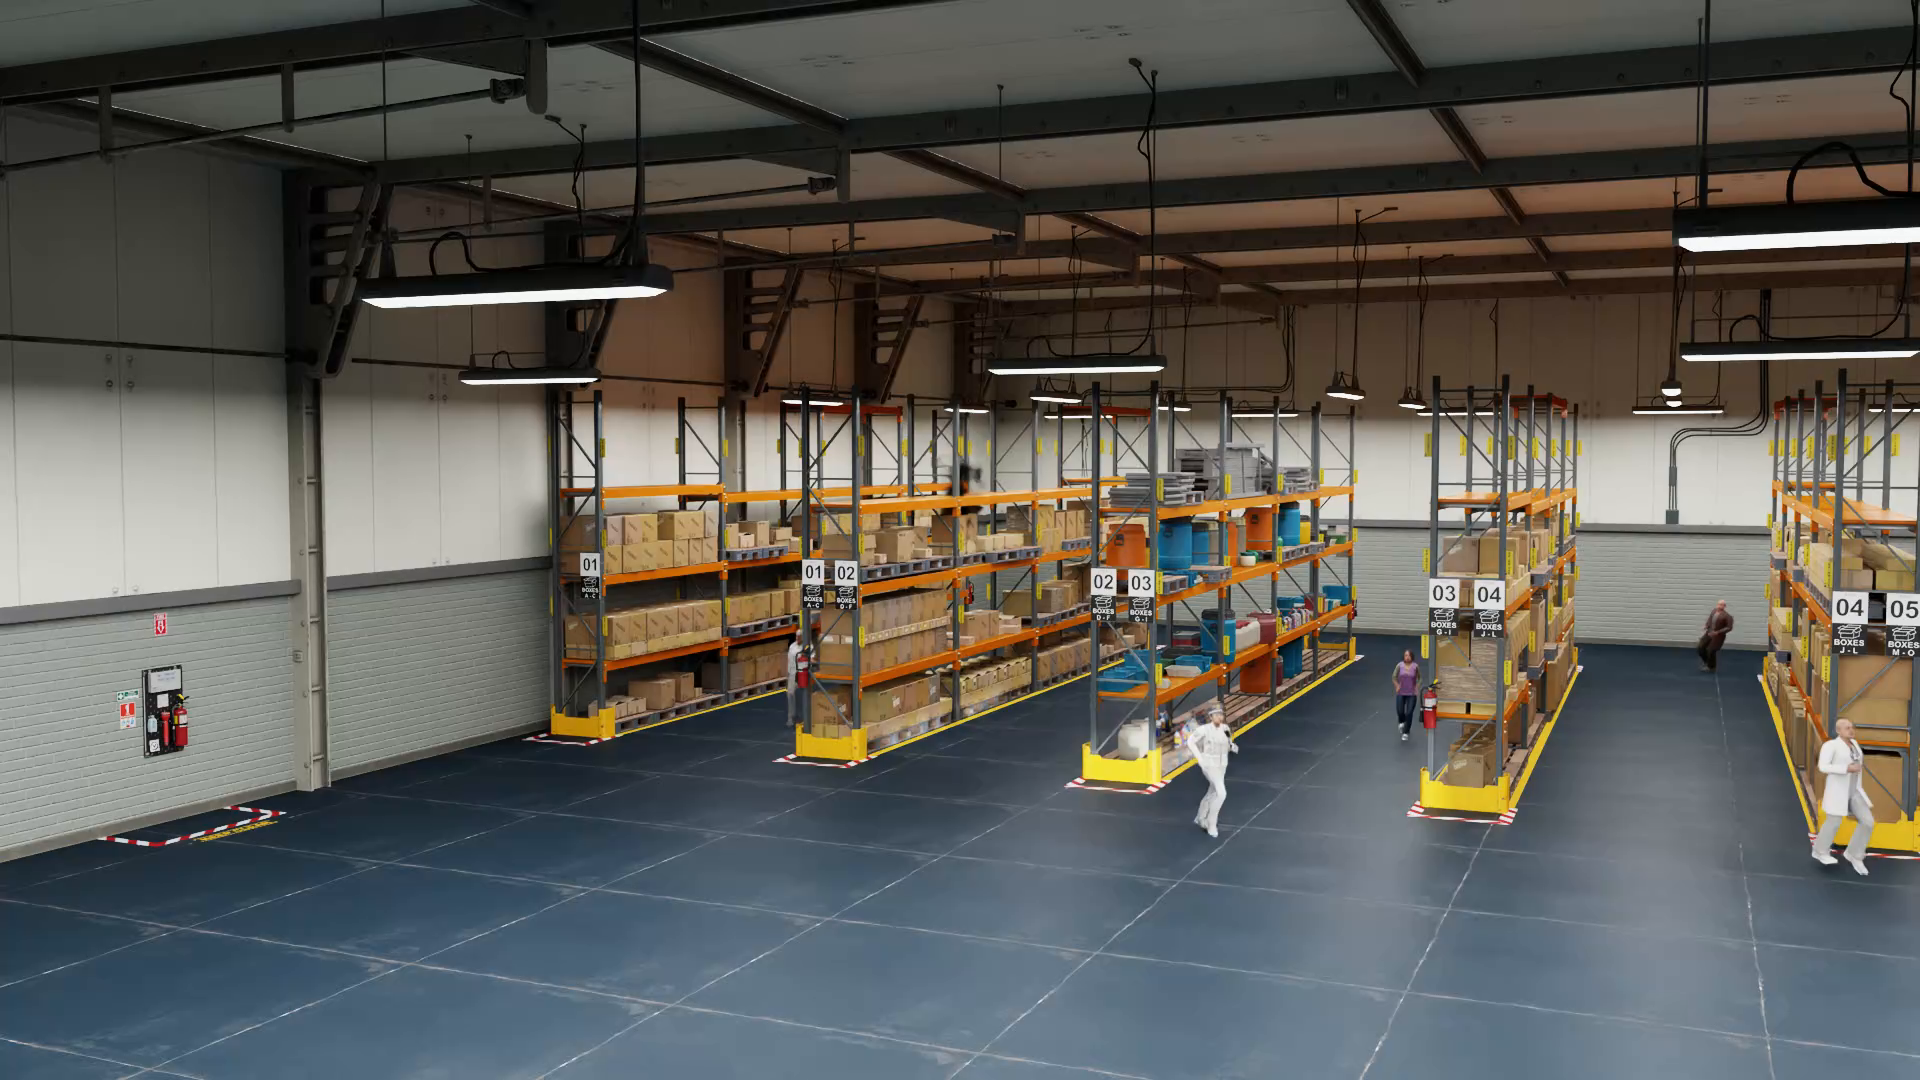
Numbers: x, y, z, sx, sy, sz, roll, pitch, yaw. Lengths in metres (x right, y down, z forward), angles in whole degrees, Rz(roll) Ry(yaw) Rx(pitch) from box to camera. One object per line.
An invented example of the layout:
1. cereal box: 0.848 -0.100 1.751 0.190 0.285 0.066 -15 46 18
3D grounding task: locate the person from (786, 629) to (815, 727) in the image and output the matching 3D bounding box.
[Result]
1. person: -2.891 2.475 30.164 0.582 1.726 0.775 1 3 12

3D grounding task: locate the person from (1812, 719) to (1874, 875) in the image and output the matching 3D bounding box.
1. person: 10.457 3.028 19.681 0.703 1.831 0.774 -1 3 -13

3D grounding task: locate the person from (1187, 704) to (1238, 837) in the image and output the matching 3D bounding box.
1. person: 3.318 2.986 21.601 0.566 1.728 0.706 -2 4 -33

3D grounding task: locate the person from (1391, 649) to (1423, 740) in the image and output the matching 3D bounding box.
1. person: 7.661 2.656 28.507 0.523 1.541 0.531 1 3 16

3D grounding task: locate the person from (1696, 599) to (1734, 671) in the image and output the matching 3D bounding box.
1. person: 16.770 2.125 36.950 0.595 1.646 0.881 -1 3 -18
